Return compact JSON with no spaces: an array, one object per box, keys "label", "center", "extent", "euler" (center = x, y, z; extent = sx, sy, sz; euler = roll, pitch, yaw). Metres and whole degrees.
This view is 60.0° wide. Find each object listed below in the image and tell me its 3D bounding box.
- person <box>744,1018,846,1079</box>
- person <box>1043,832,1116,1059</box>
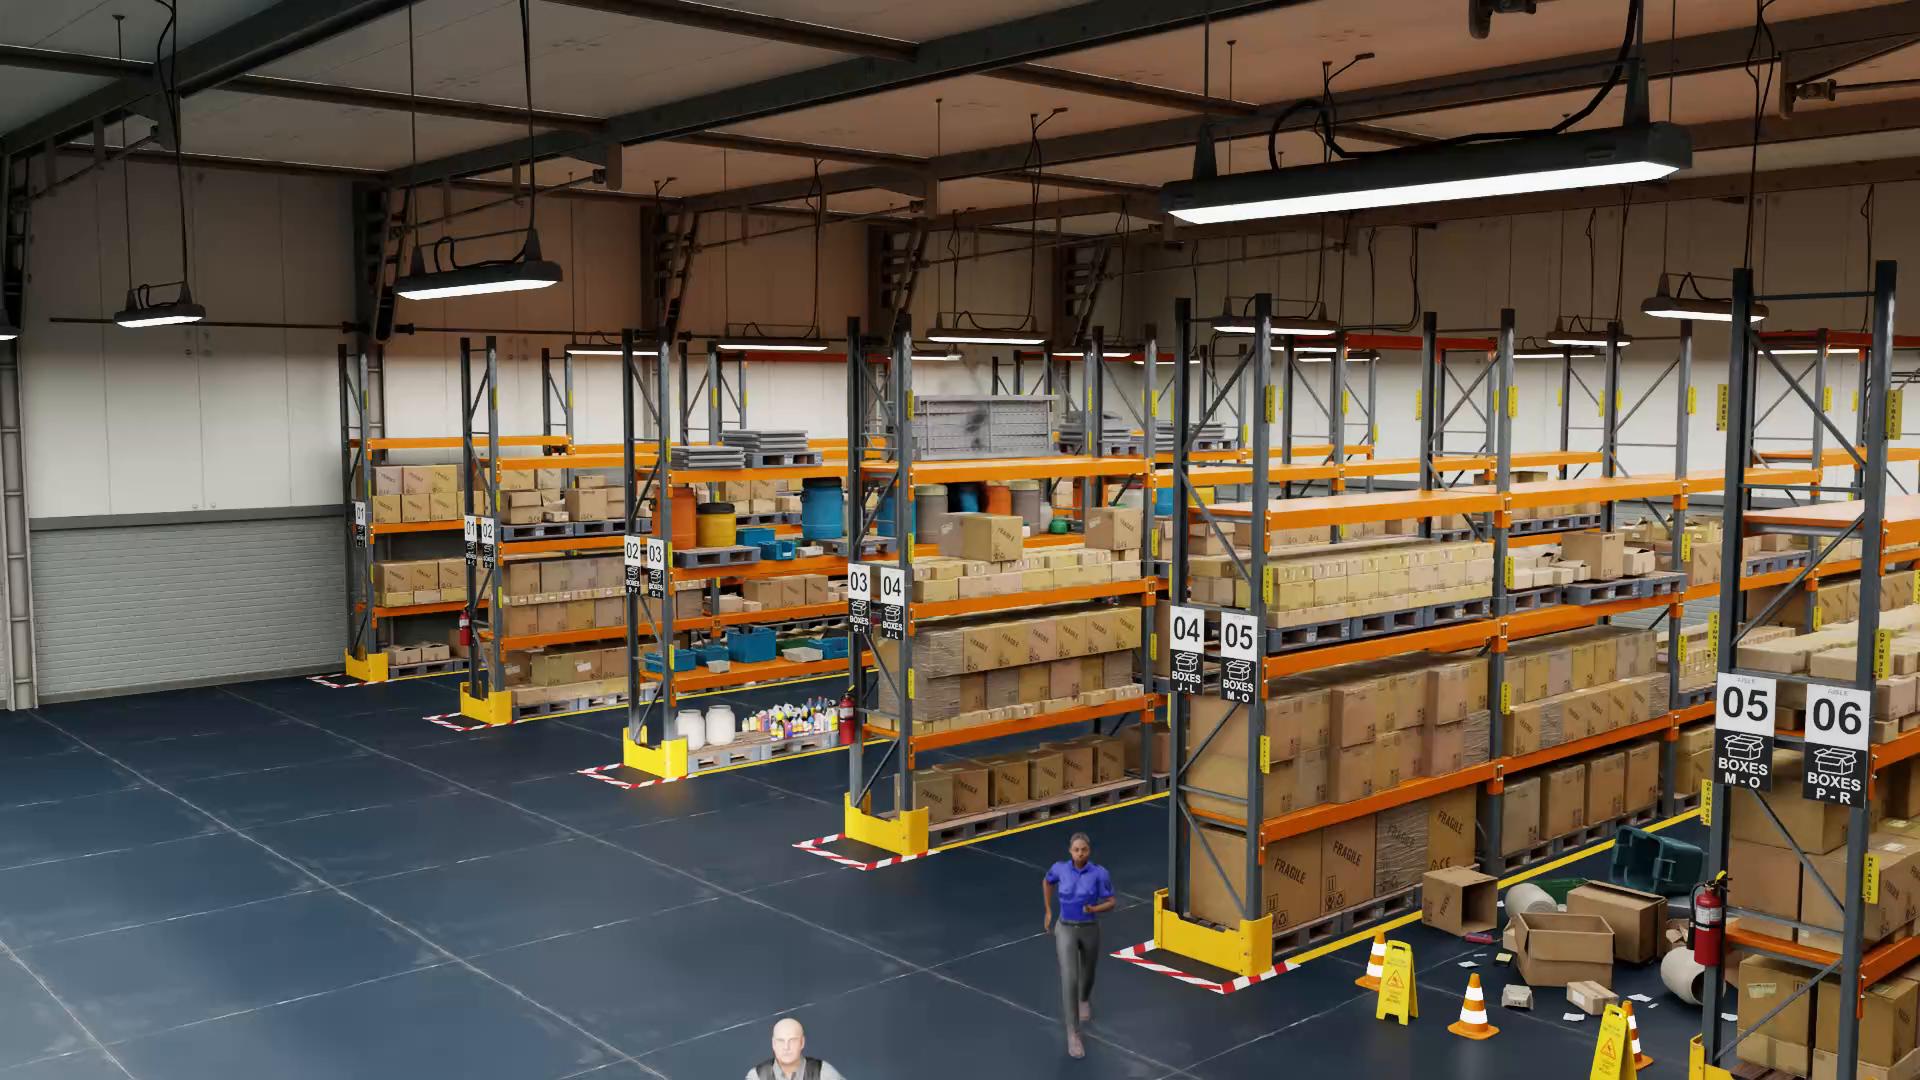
[{"label":"person","center":[-0.917,3.500,9.124],"extent":[0.625,1.752,0.721],"euler":[0,5,4]},{"label":"person","center":[0.947,3.137,13.212],"extent":[0.559,1.679,0.889],"euler":[0,5,0]}]
